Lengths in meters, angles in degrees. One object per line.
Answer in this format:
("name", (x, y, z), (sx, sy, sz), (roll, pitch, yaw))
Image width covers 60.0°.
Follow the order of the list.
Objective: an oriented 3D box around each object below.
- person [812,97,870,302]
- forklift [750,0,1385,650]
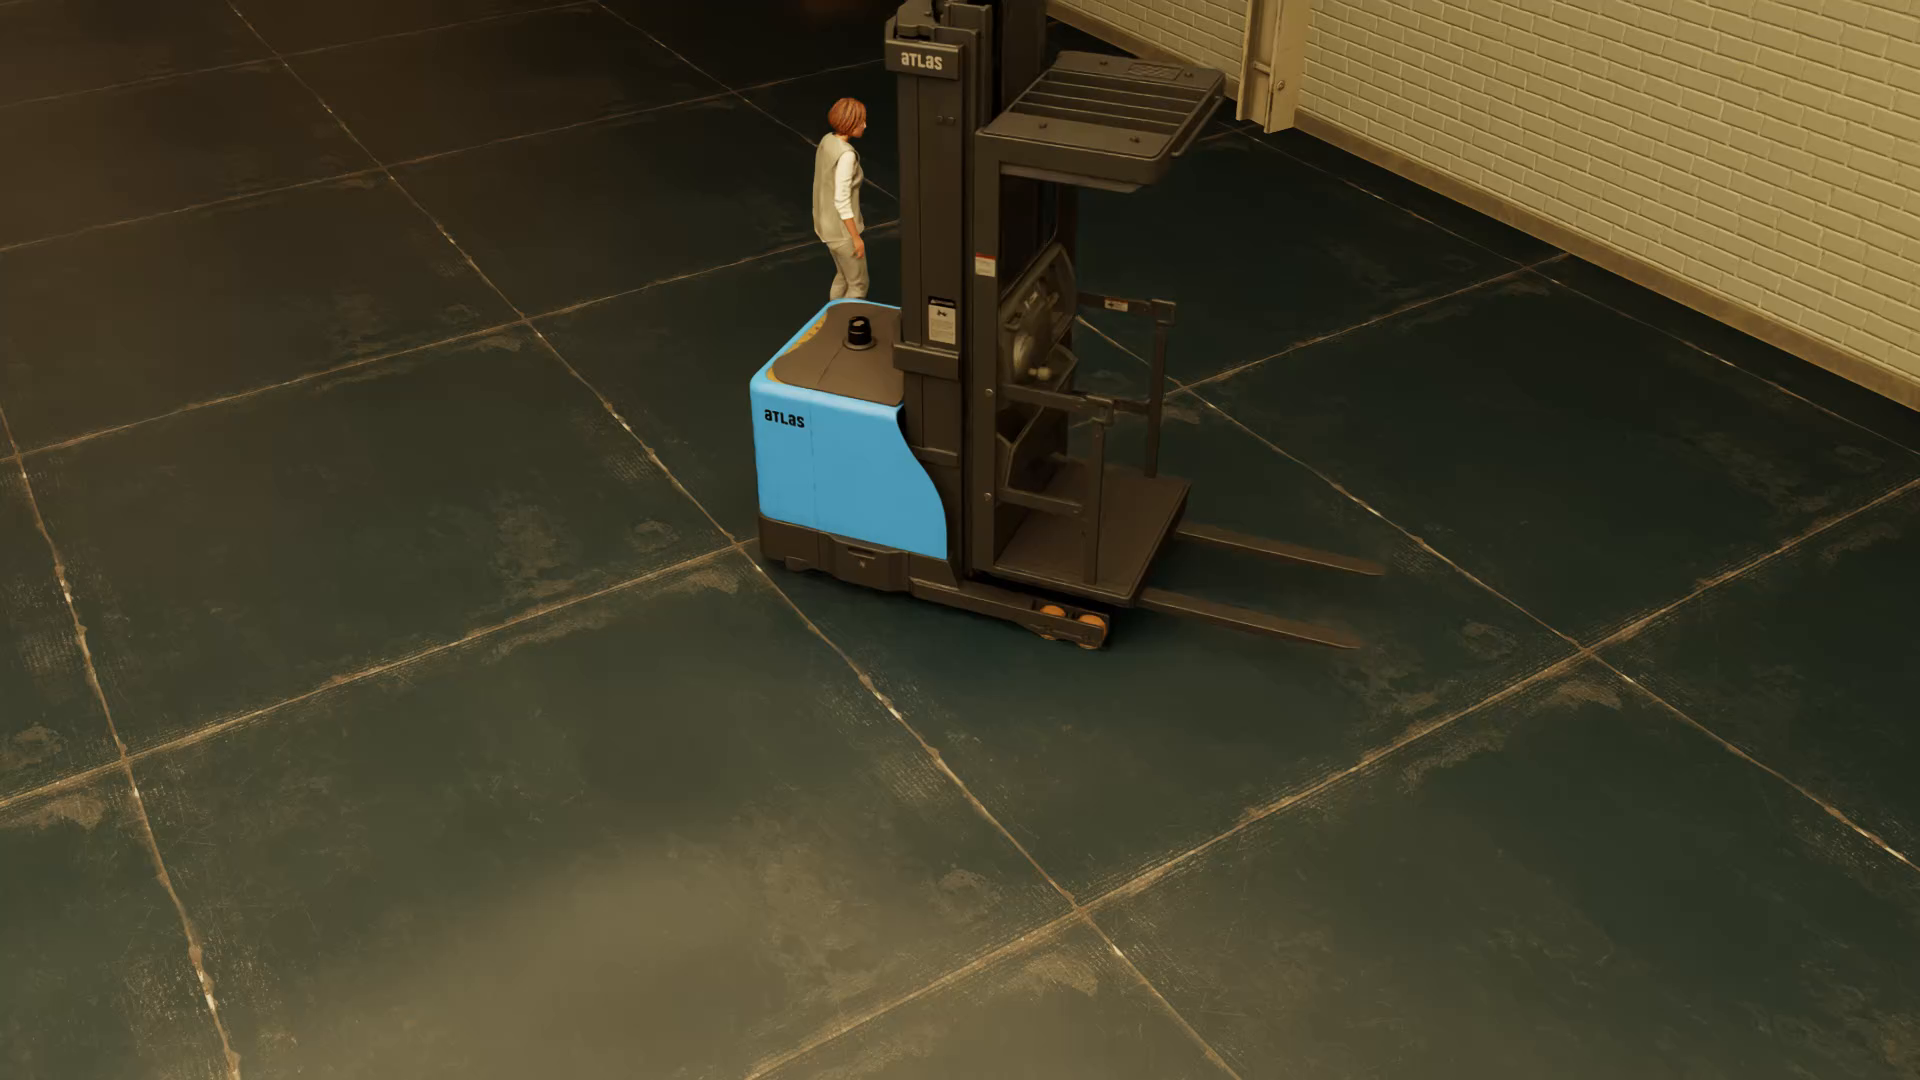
("person", (-0.682, -1.857, 9.960), (0.363, 1.590, 0.505), (-12, 37, -16))
("forklift", (0.546, -1.024, 7.604), (3.031, 2.935, 1.130), (13, 37, 18))
